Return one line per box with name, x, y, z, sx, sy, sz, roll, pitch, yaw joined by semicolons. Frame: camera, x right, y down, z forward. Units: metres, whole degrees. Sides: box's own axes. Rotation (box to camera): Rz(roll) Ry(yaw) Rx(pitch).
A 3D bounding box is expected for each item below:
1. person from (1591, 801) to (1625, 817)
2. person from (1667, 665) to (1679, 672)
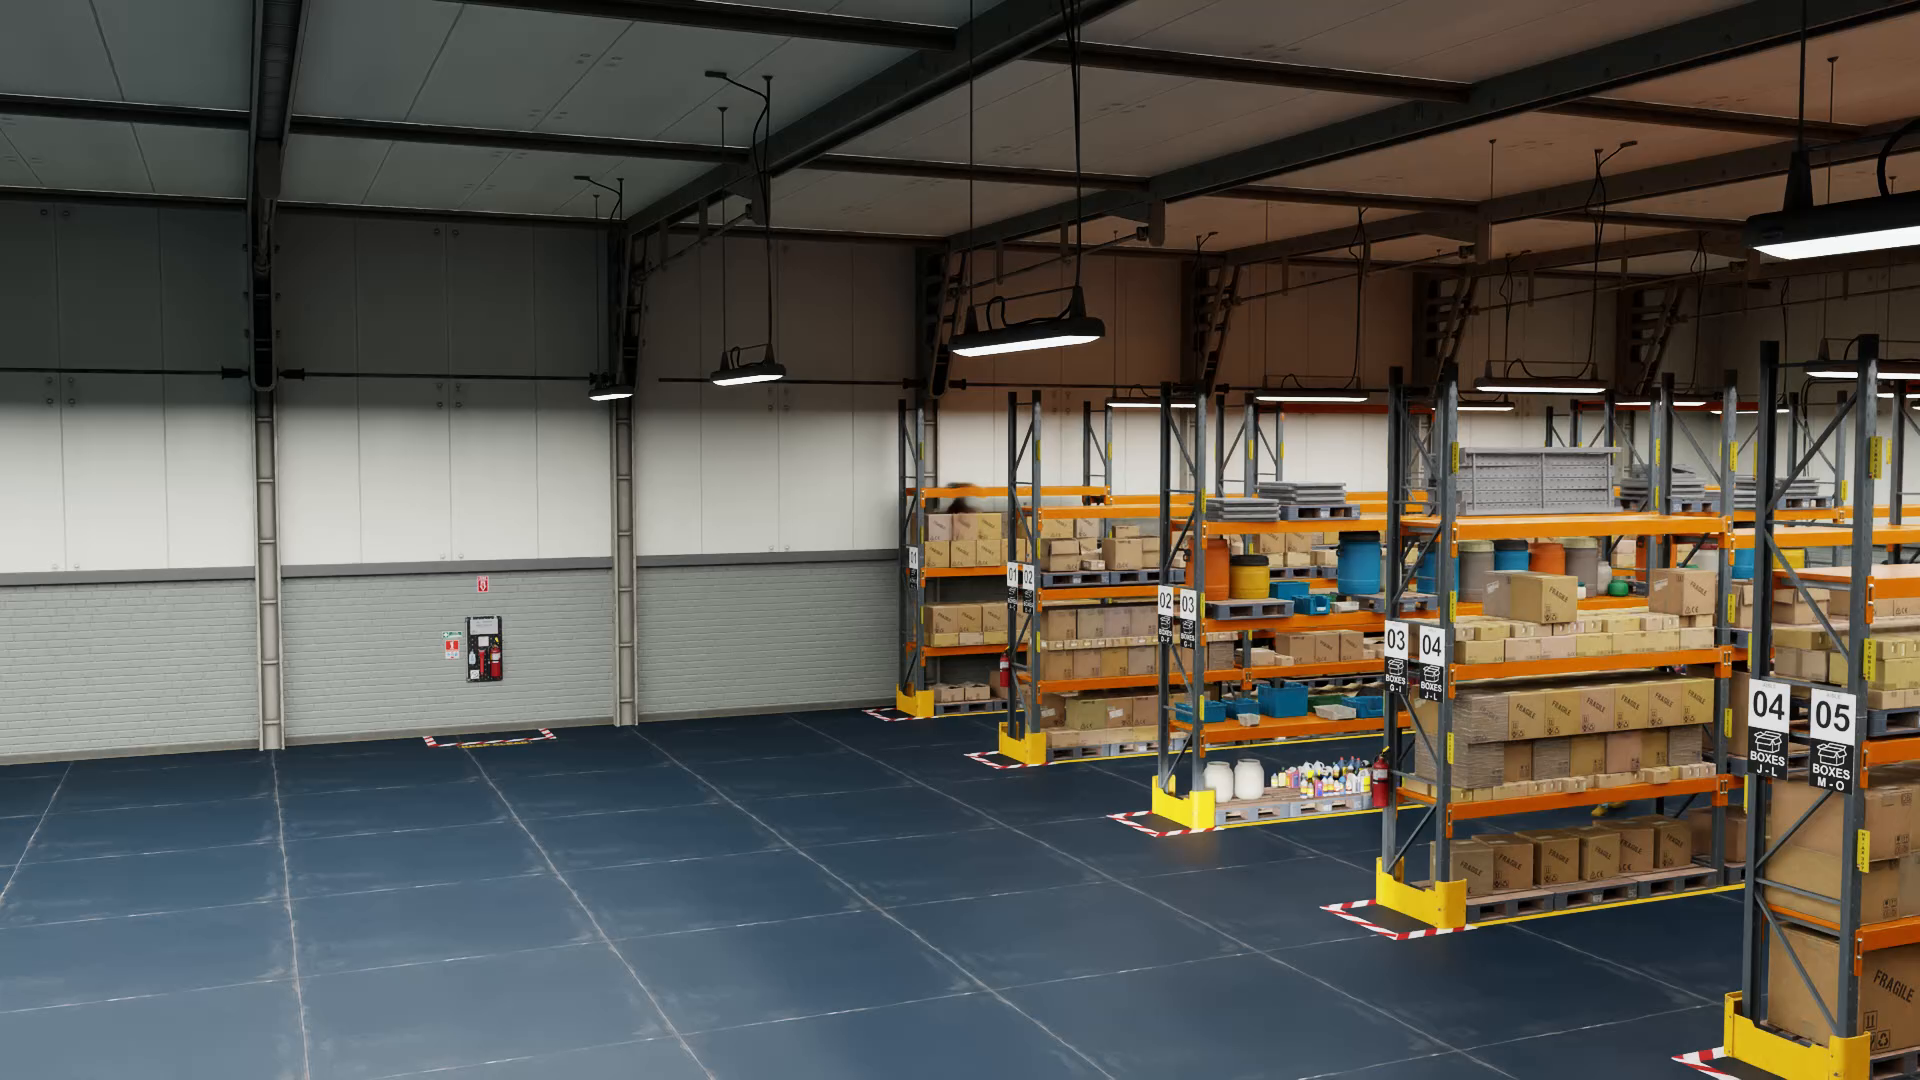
person;9.022;2.916;23.196;0.875;1.739;0.639;-1;4;-22
person;12.651;2.580;29.593;0.509;1.690;0.328;-3;4;-41
